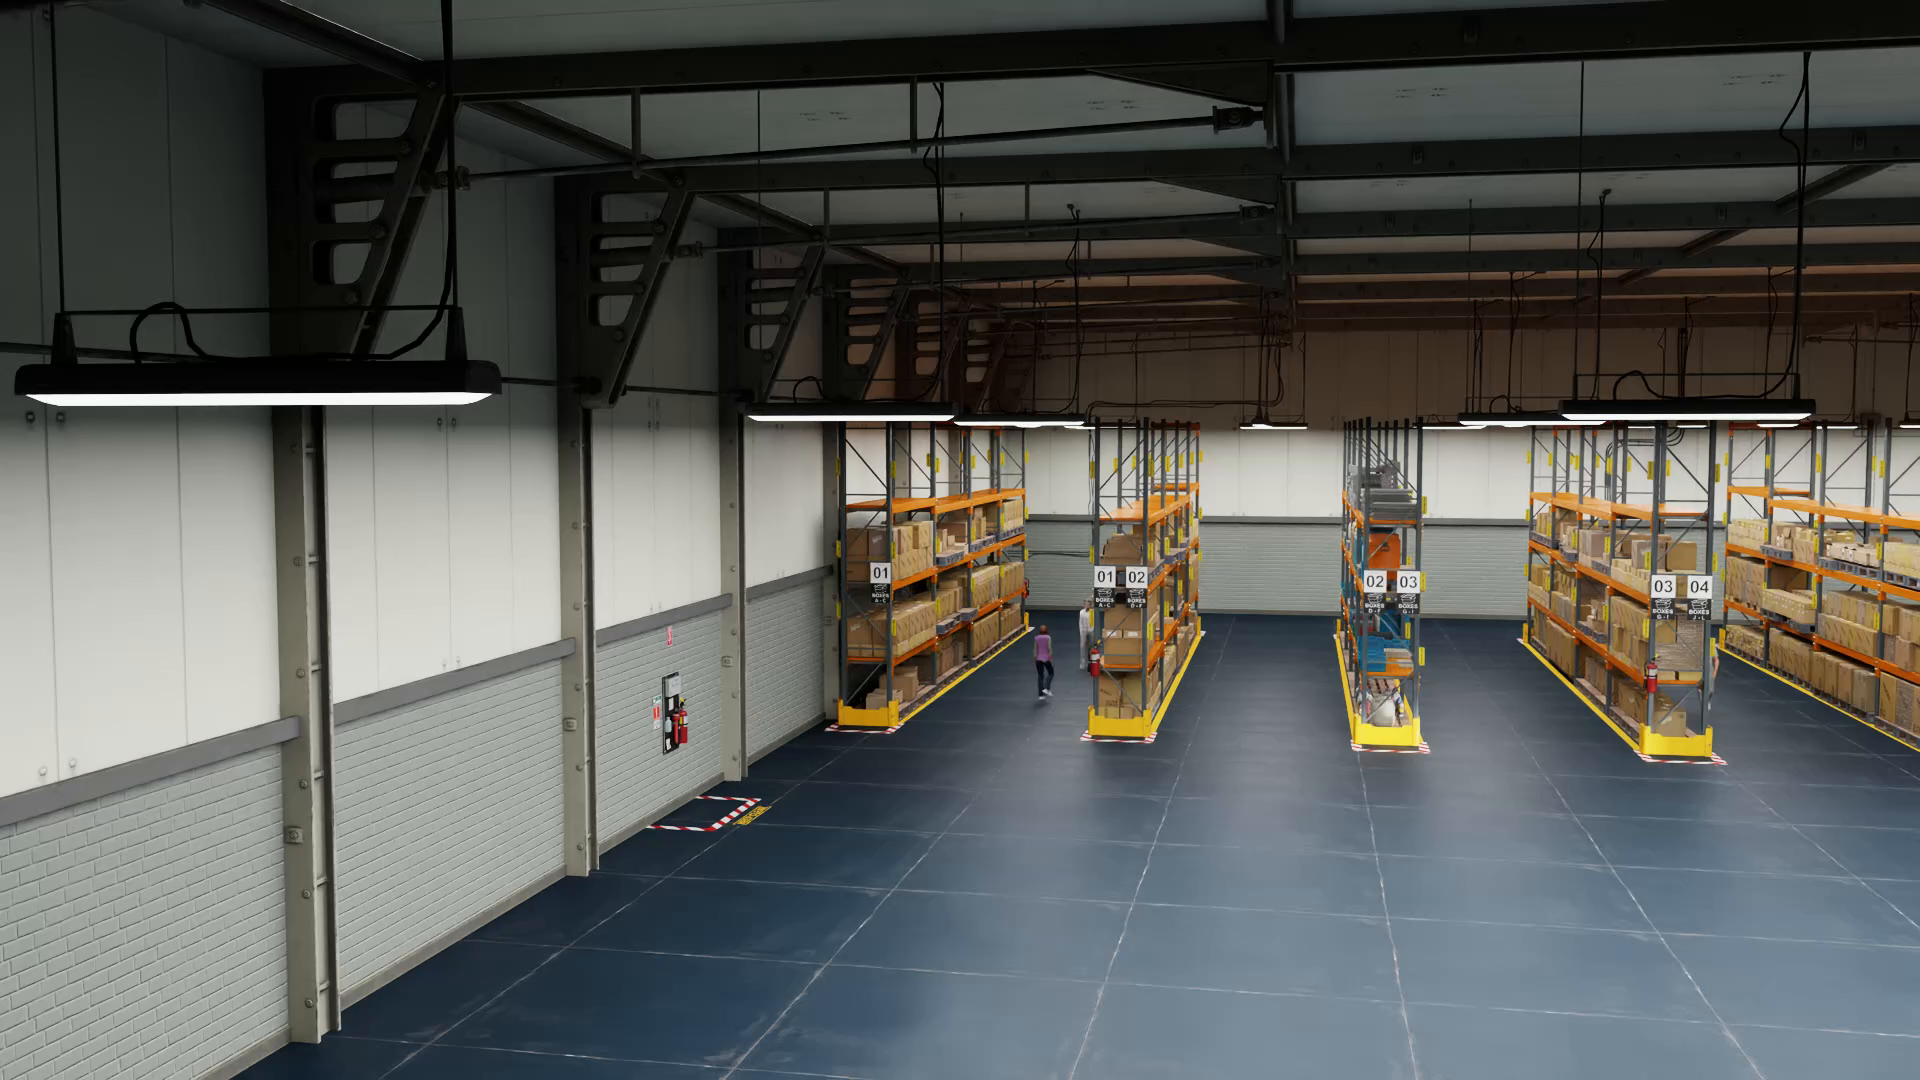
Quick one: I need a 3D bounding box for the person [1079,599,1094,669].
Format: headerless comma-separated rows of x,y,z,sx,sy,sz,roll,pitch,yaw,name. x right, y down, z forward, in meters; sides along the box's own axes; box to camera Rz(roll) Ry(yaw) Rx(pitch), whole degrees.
3.120,2.271,40.430,0.535,1.676,0.653,1,4,21,person

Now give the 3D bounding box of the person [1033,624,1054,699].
1.786,2.610,35.660,0.450,1.575,0.442,1,4,19,person

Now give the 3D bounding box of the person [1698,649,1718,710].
15.173,2.706,33.896,0.501,1.651,0.608,1,4,22,person
